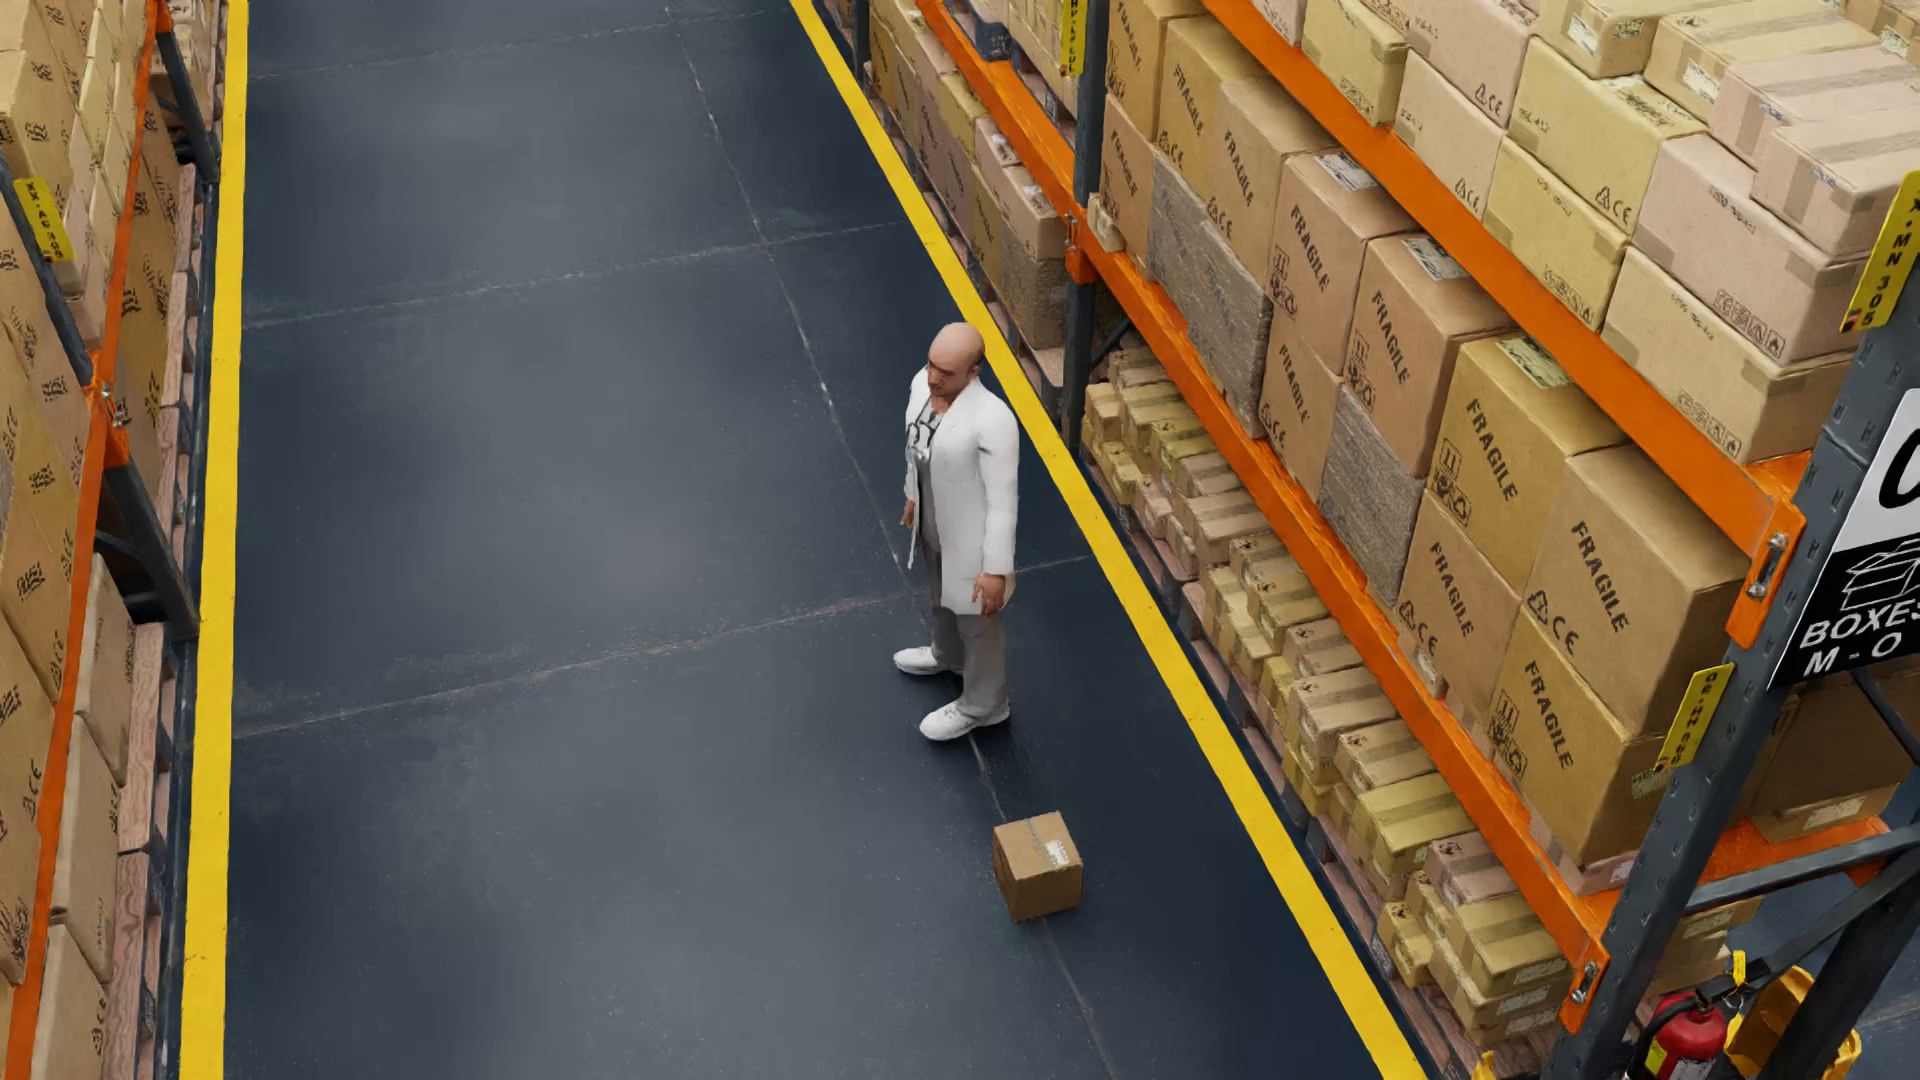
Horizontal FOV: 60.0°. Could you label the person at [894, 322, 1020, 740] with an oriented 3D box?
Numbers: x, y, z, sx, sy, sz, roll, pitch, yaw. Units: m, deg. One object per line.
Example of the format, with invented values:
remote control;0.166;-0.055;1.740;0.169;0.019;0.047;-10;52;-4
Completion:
person;-0.030;-0.008;6.132;0.431;1.792;0.695;-24;47;-24
